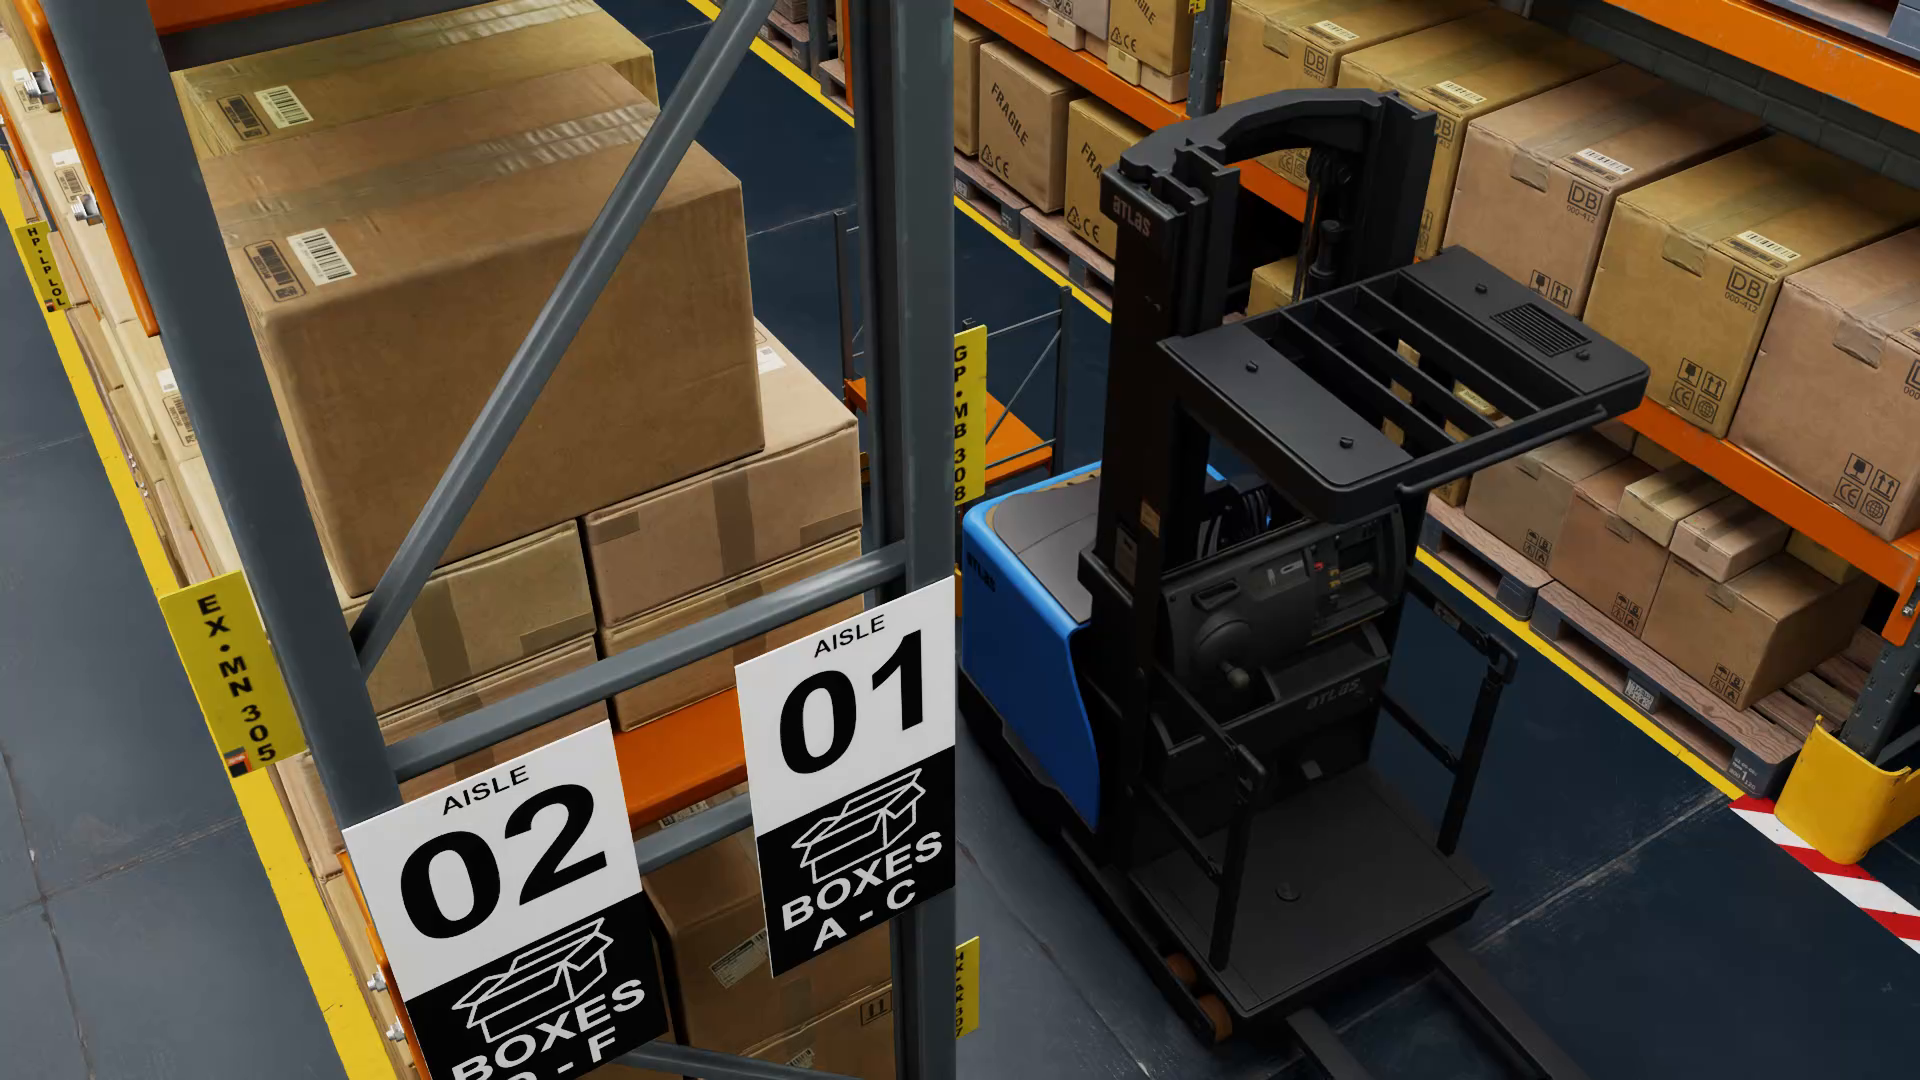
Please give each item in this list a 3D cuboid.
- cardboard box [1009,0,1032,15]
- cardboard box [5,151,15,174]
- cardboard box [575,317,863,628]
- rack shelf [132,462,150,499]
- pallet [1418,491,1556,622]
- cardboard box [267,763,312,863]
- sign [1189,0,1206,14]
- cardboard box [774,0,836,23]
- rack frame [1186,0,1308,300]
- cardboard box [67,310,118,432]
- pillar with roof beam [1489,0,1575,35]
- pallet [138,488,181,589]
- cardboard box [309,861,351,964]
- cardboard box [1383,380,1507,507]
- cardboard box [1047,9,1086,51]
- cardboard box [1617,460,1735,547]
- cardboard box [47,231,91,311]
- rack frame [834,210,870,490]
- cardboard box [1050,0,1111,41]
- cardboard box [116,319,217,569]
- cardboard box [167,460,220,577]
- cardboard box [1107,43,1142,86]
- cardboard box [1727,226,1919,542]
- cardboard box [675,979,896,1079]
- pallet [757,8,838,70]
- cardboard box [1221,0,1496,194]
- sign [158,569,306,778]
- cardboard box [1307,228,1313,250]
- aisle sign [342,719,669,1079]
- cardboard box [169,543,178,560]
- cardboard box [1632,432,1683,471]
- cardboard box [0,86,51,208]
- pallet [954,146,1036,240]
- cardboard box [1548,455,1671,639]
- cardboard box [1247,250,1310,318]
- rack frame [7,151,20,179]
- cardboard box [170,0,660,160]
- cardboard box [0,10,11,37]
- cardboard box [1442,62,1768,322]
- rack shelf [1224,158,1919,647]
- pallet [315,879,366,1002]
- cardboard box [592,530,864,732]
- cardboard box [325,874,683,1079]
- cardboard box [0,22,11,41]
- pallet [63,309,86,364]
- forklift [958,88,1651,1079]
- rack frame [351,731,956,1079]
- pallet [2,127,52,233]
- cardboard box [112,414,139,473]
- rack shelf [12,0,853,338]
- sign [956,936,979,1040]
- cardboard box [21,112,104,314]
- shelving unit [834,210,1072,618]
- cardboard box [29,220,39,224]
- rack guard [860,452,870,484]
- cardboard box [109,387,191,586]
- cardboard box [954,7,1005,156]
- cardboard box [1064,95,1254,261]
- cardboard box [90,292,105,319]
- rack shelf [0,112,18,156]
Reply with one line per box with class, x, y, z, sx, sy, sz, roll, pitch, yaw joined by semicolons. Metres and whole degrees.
cardboard box;0.497;-3.072;9.274;0.380;0.149;0.250;-23;45;-26
cardboard box;-5.530;-2.409;10.117;0.500;0.250;0.500;-23;45;-25
cardboard box;-0.517;-0.162;2.985;0.500;0.250;0.500;-22;45;-24
rack shelf;-1.535;0.688;5.143;1.077;0.370;4.000;-22;45;-24
pallet;2.567;-0.207;7.834;1.003;0.211;1.213;-22;45;-24
cardboard box;-1.486;0.373;4.101;0.500;0.500;0.500;-21;44;-23
sign;1.111;-2.597;7.681;0.100;0.325;0.005;-22;45;-24
cardboard box;-1.018;-4.113;11.952;0.700;0.500;0.500;-22;44;-24
rack frame;1.564;-2.375;8.257;1.000;3.000;0.127;-22;45;-24
cardboard box;-3.921;-0.858;8.046;0.500;0.500;0.500;-24;45;-26
pillar with roof beam;-0.960;-3.118;4.462;9.100;9.000;0.400;-22;45;-24
pallet;-3.080;-0.022;7.612;1.003;0.211;1.213;-22;45;-24
cardboard box;-1.476;0.755;4.423;0.500;0.500;0.500;-22;45;-24
cardboard box;2.421;-0.587;7.736;0.700;0.500;0.500;-21;44;-23
cardboard box;0.695;-2.777;8.920;0.380;0.149;0.250;-22;45;-24
cardboard box;2.893;-0.154;6.709;0.380;0.149;0.250;-21;44;-23
cardboard box;-2.595;-0.739;5.435;0.500;0.500;0.500;-21;44;-23
rack frame;-0.319;-0.897;7.654;0.500;1.500;0.032;-22;45;-24
cardboard box;0.820;-2.970;8.644;0.500;0.500;0.500;-22;45;-24
cardboard box;-1.220;-0.255;3.096;0.500;0.250;0.500;-22;45;-24
cardboard box;-1.218;-0.064;3.257;0.500;0.250;0.500;-22;45;-24
cardboard box;0.988;-2.499;8.587;0.380;0.149;0.250;-21;44;-24
cardboard box;3.432;-0.603;5.896;0.980;0.700;0.700;-20;44;-23
cardboard box;-0.476;1.123;3.982;0.500;0.500;0.500;-21;44;-24
pallet;-1.006;-3.885;12.247;1.003;0.211;1.213;-22;45;-24
cardboard box;1.842;-2.192;7.803;0.980;0.700;0.700;-22;44;-24
sign;-0.939;0.179;2.157;0.100;0.325;0.005;-22;45;-24
cardboard box;1.969;-1.533;8.364;0.380;0.149;0.250;-22;45;-25
aisle sign;-0.682;0.635;2.614;0.394;0.787;0.004;-22;45;-24
cardboard box;-2.567;-0.337;5.733;0.500;0.500;0.500;-21;44;-23
cardboard box;3.082;-0.419;7.028;0.380;0.149;0.250;-22;45;-24
cardboard box;-2.293;-1.144;4.553;0.500;0.250;0.500;-22;45;-24
pallet;0.425;-2.353;10.409;1.003;0.211;1.213;-22;45;-24
cardboard box;2.985;-0.030;7.068;0.700;0.500;0.500;-22;45;-25
cardboard box;1.879;-1.137;8.396;0.700;0.500;0.500;-22;44;-24
rack frame;-4.762;-2.827;8.799;1.000;3.000;0.127;-22;45;-24
cardboard box;-0.948;-0.654;2.990;0.700;0.500;0.500;-22;45;-24
cardboard box;-2.168;-1.675;4.214;0.700;0.500;0.500;-22;45;-24
cardboard box;2.629;-1.406;6.860;0.980;0.700;0.700;-24;46;-26
rack shelf;2.639;-1.019;7.192;1.077;0.370;4.000;-22;45;-24
pallet;-1.582;1.434;5.865;1.003;0.211;1.213;-22;45;-24
cardboard box;-0.522;0.032;3.143;0.500;0.250;0.500;-22;45;-24
cardboard box;-0.931;0.923;3.440;0.500;0.500;0.500;-23;45;-25
cardboard box;-2.288;-1.337;4.395;0.500;0.250;0.500;-22;45;-24
pallet;-4.392;-1.339;9.193;1.003;0.211;1.213;-22;45;-24
forklift;1.152;0.253;5.157;1.130;2.935;3.031;-20;44;-22
rack frame;-0.460;1.491;3.617;1.000;3.000;0.127;-22;45;-24
pallet;-3.712;-1.705;7.603;1.003;0.211;1.213;-22;45;-24
cardboard box;-3.377;-0.314;7.392;0.500;0.500;0.500;-22;45;-24
rack shelf;-1.535;-1.615;3.224;1.077;0.370;4.000;-22;45;-24
sign;-0.003;0.972;3.564;0.100;0.325;0.005;-22;45;-24
cardboard box;-1.760;-0.794;3.743;0.500;0.250;0.500;-22;45;-24
shelving unit;-0.041;-0.617;7.319;0.587;1.500;1.083;-22;45;-24
cardboard box;-4.472;-1.411;8.709;0.500;0.500;0.500;-24;45;-26
rack guard;-0.309;-0.406;8.042;0.587;0.250;0.087;-22;45;-24
cardboard box;-2.041;-0.183;4.767;0.500;0.500;0.500;-24;45;-26
cardboard box;0.163;-2.952;10.301;0.750;0.750;0.750;-22;45;-25
cardboard box;1.105;-2.016;9.178;0.750;0.750;0.750;-22;44;-24
cardboard box;-1.753;-0.604;3.906;0.500;0.250;0.500;-22;45;-24
rack shelf;-3.686;-2.623;6.774;1.077;0.370;4.000;-22;45;-24
